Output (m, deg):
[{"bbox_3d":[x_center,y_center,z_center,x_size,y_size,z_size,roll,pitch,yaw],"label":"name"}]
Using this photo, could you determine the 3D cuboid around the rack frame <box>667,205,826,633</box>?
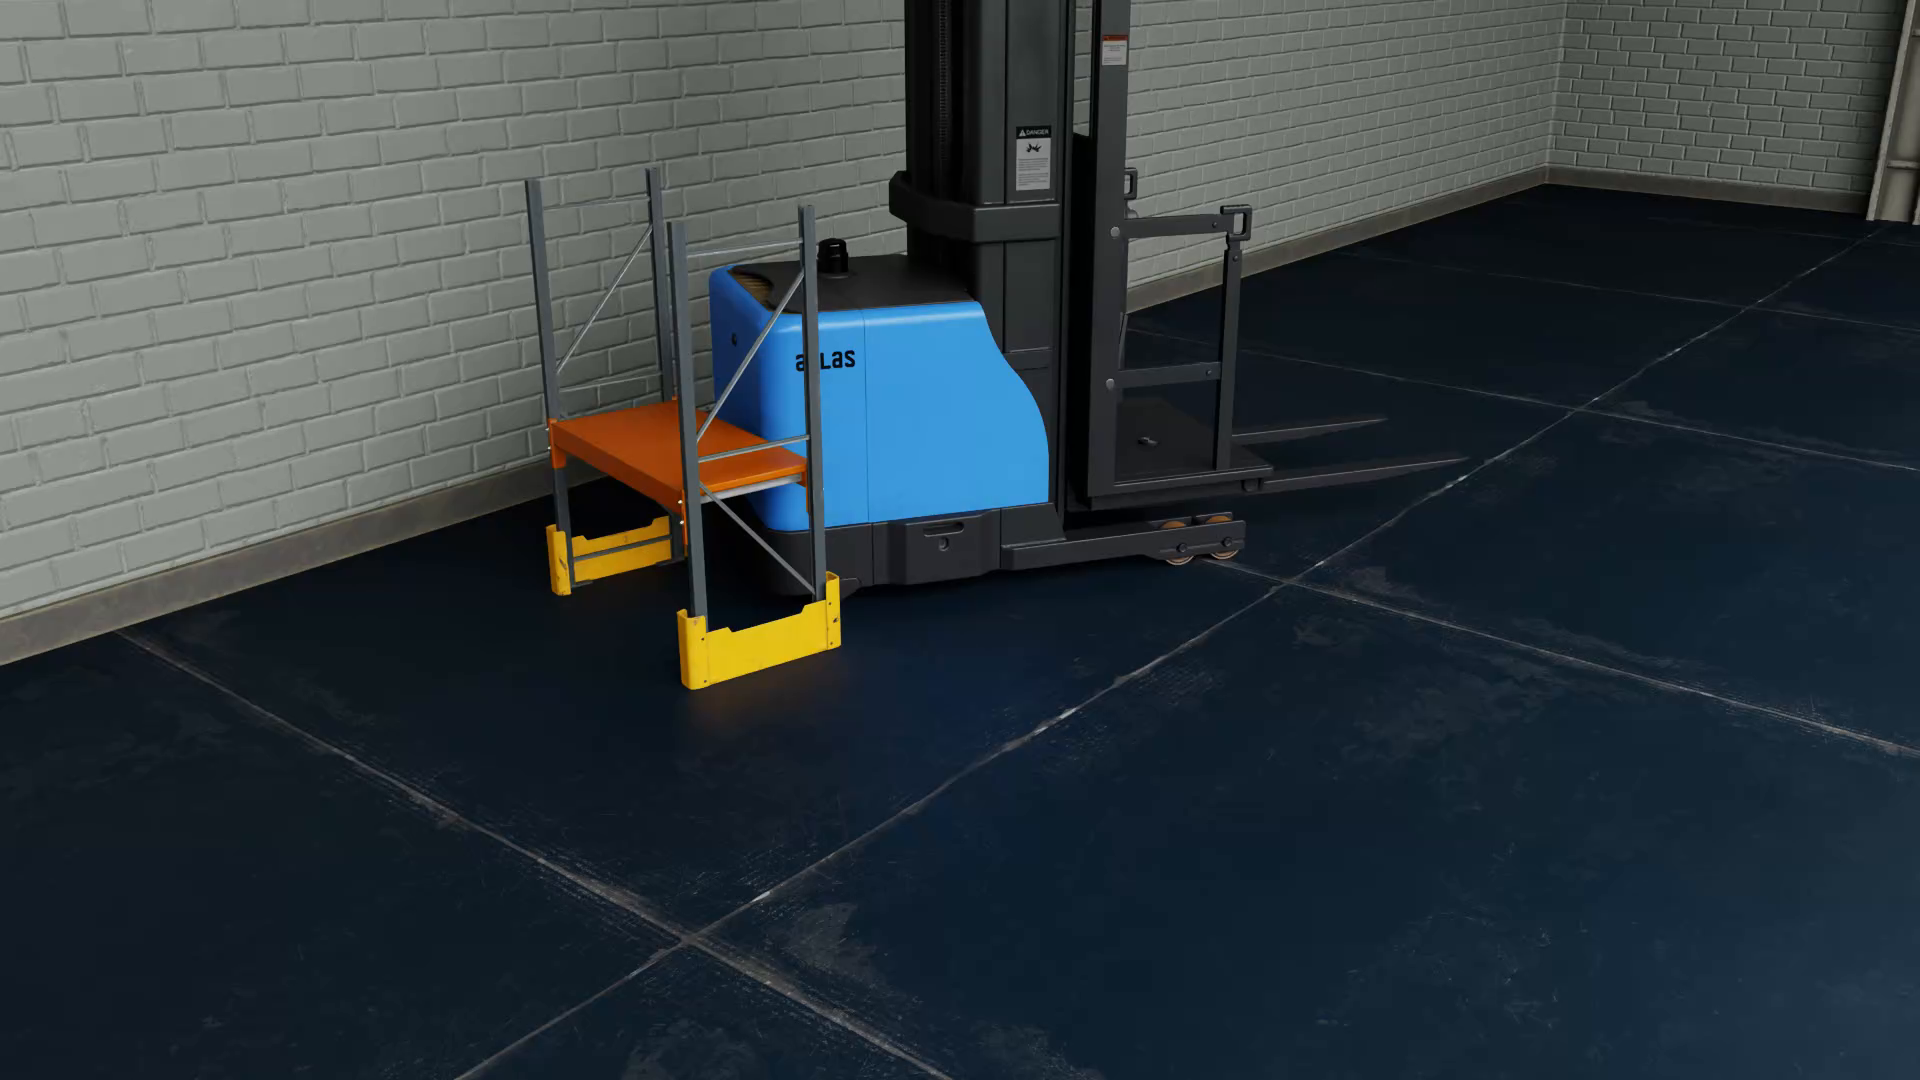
[{"bbox_3d":[-0.659,-0.289,5.307,0.500,1.500,0.032,-15,25,-35],"label":"rack frame"}]

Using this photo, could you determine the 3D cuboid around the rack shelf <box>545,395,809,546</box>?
[{"bbox_3d":[-0.968,-0.263,5.749,0.538,0.185,1.000,-15,25,-35],"label":"rack shelf"}]

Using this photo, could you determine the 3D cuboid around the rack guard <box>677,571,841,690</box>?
[{"bbox_3d":[-0.659,0.296,5.529,0.587,0.250,0.087,-15,25,-35],"label":"rack guard"}]

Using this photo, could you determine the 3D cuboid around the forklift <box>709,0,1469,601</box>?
[{"bbox_3d":[0.589,-1.443,6.341,3.031,2.935,1.130,-7,22,-18],"label":"forklift"}]

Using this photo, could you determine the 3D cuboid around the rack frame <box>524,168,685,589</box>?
[{"bbox_3d":[-1.277,-0.574,6.063,0.500,1.500,0.032,-15,25,-35],"label":"rack frame"}]

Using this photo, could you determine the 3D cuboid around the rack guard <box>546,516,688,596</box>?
[{"bbox_3d":[-1.264,0.017,6.269,0.587,0.250,0.087,-15,25,-35],"label":"rack guard"}]

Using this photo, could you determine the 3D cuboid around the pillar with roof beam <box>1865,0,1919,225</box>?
[{"bbox_3d":[4.951,-5.658,8.918,0.400,9.000,9.100,16,26,36],"label":"pillar with roof beam"}]

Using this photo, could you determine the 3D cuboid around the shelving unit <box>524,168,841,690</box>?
[{"bbox_3d":[-0.962,-0.429,5.678,0.587,1.500,1.083,-15,25,-35],"label":"shelving unit"}]
